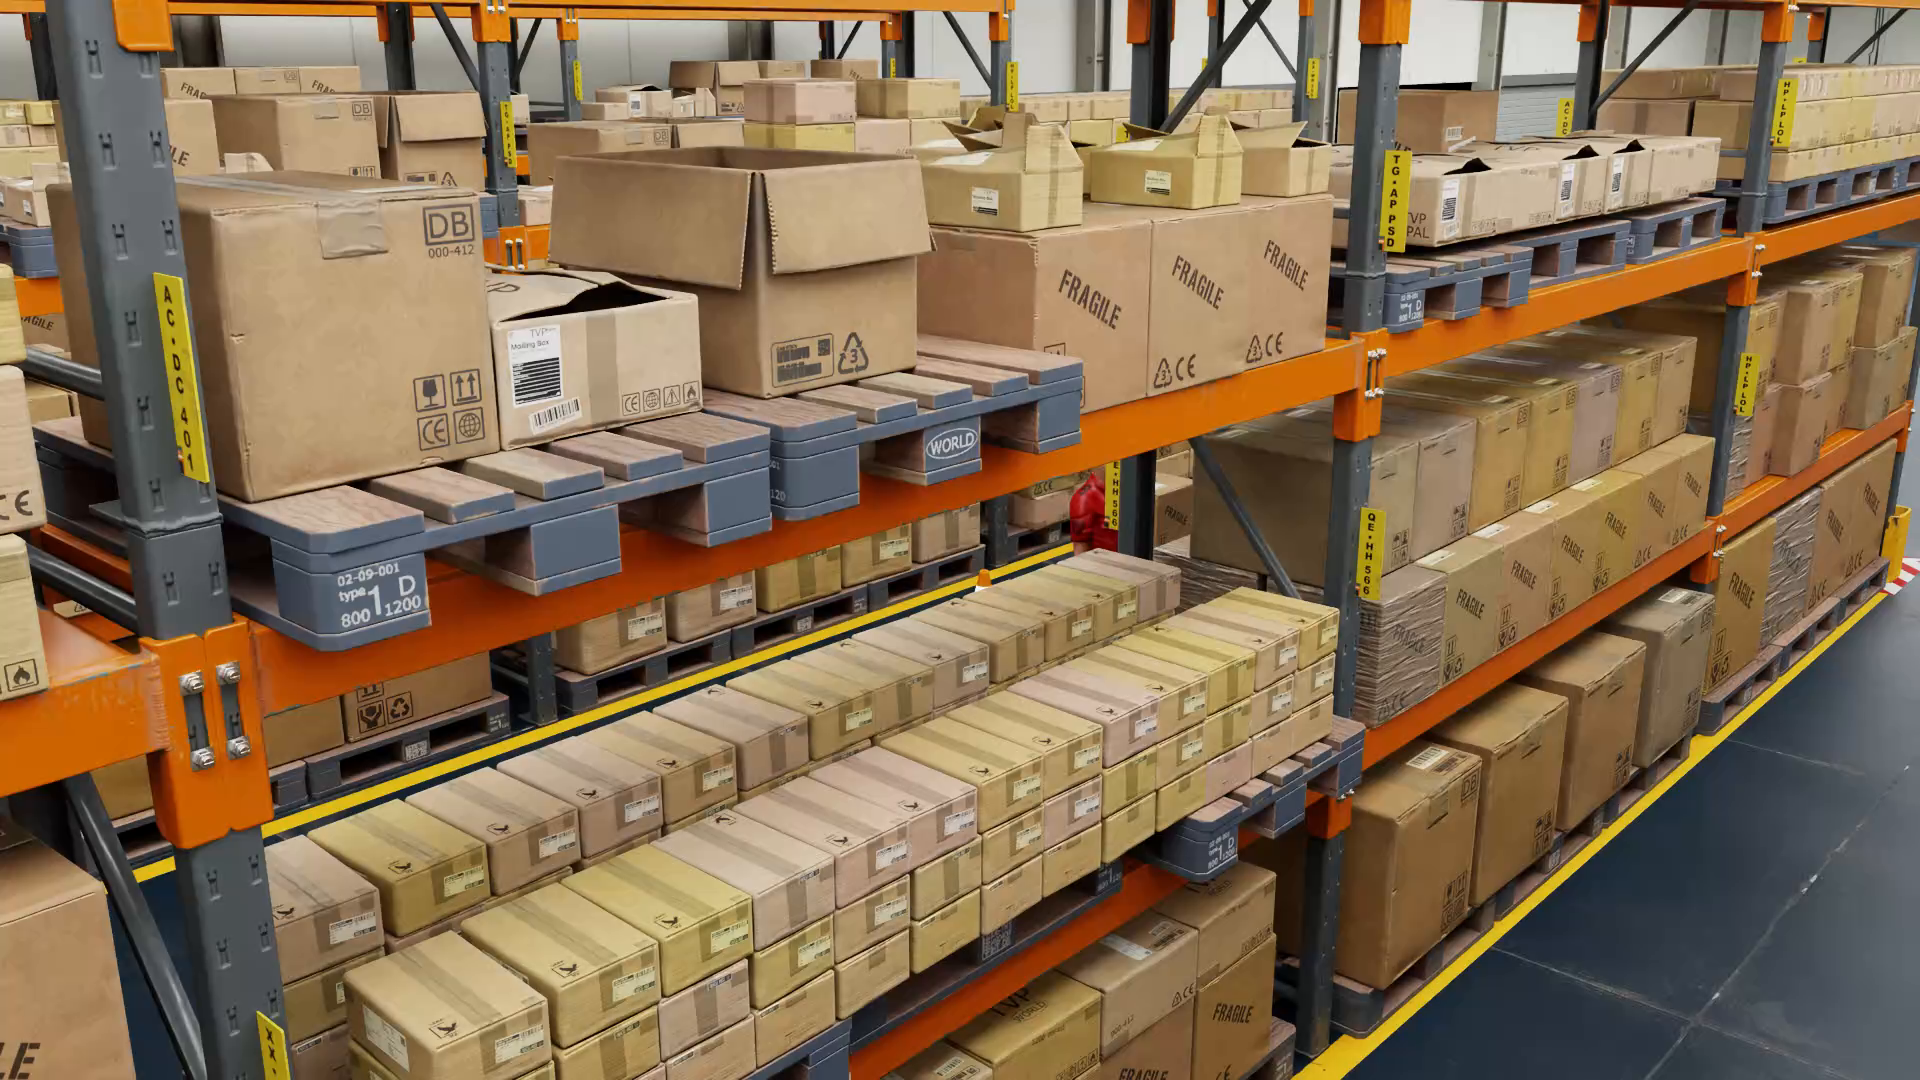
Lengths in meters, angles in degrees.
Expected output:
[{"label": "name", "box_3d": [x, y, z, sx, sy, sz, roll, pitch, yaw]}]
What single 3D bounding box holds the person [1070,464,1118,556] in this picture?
[{"label": "person", "box_3d": [0.844, 0.277, 9.165, 0.360, 1.723, 0.527, 15, 22, 41]}]
